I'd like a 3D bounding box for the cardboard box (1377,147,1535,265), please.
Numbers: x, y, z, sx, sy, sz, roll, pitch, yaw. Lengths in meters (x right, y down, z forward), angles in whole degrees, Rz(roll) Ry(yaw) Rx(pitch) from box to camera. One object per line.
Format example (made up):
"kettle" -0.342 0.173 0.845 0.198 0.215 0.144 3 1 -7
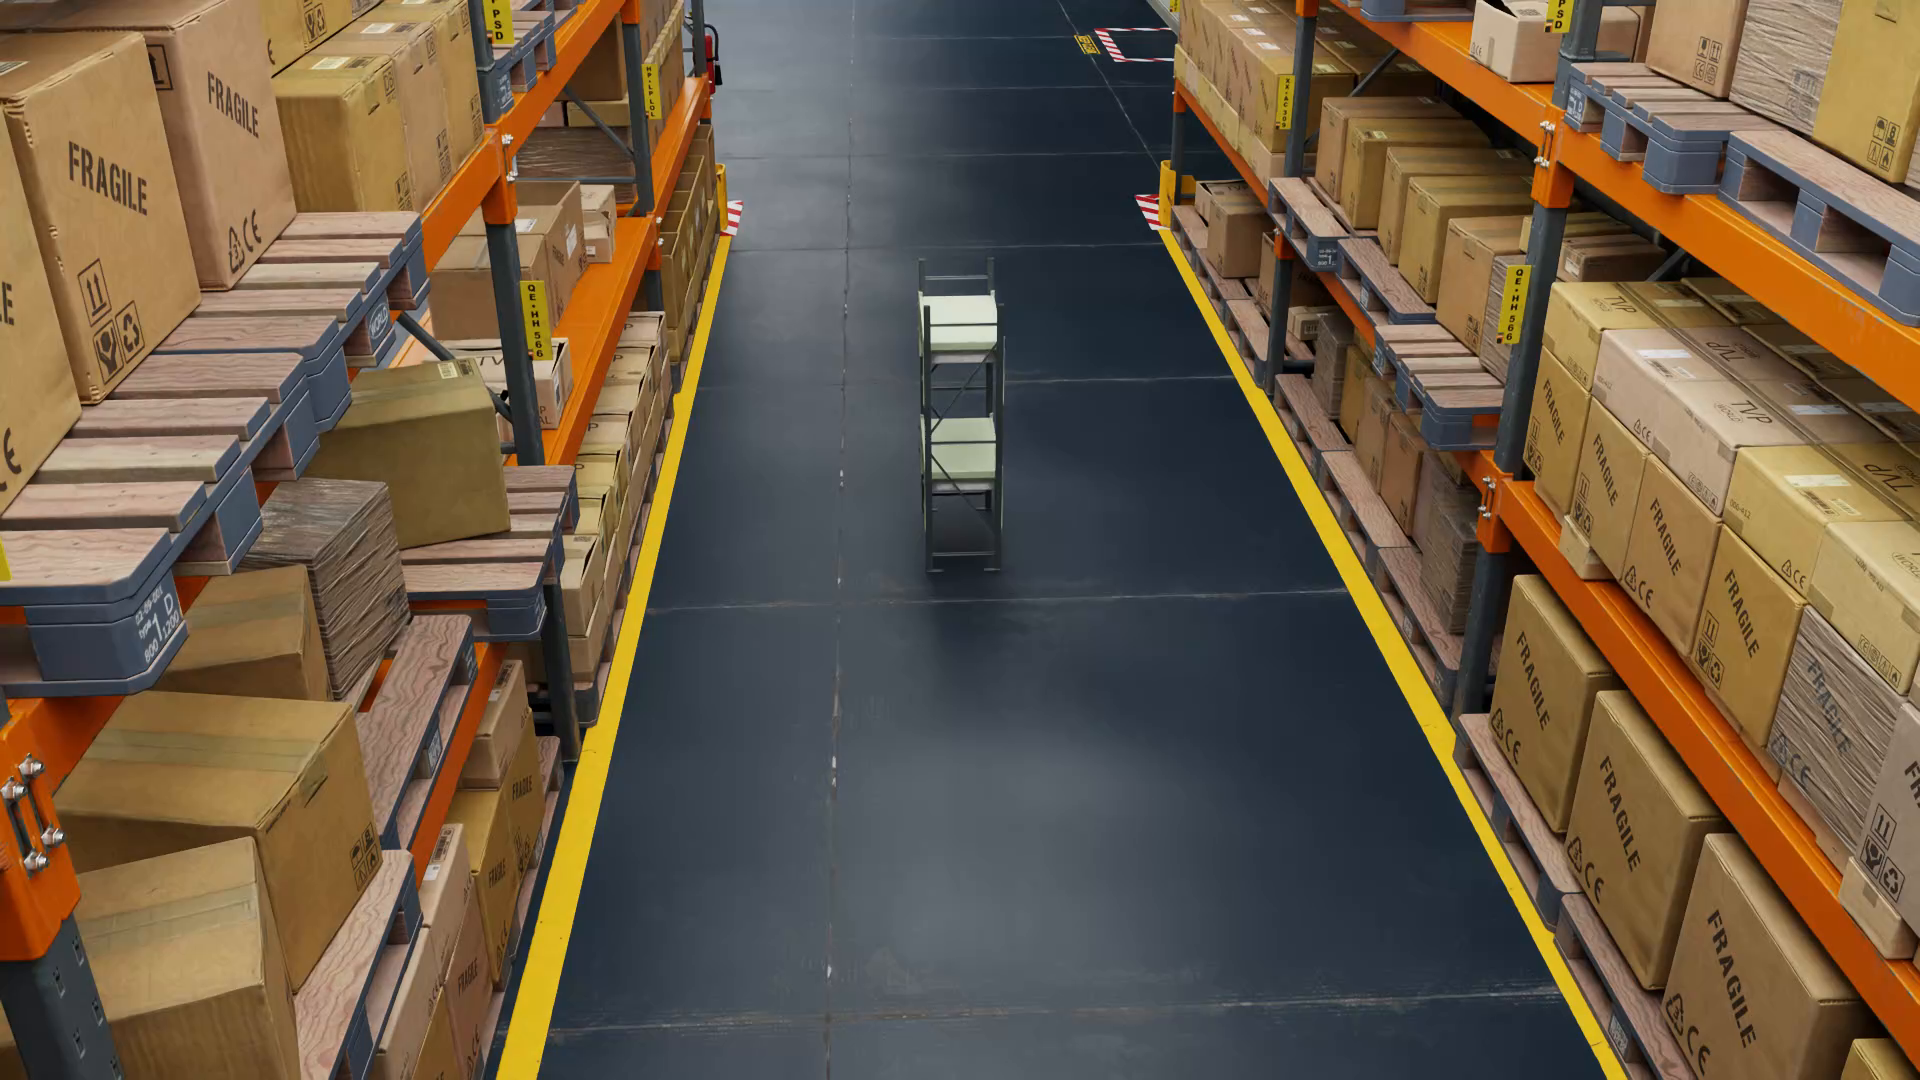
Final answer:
"cardboard box" 2.626 -1.766 8.809 0.700 0.500 0.500 2 28 4

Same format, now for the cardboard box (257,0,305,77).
"cardboard box" -2.123 -1.501 4.451 0.500 0.500 0.500 -1 28 -3

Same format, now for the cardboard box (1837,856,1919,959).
"cardboard box" 2.585 0.966 4.404 0.380 0.149 0.250 -1 28 -3

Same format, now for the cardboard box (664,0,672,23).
"cardboard box" -2.563 -4.187 12.523 0.700 0.500 0.500 -2 28 -4

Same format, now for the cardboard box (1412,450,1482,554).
"cardboard box" 2.754 -0.136 8.494 0.700 0.500 0.500 -1 28 -3

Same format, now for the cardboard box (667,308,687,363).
"cardboard box" -2.123 -1.391 11.194 0.500 0.250 0.500 -1 28 -3

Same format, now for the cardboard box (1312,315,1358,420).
"cardboard box" 2.601 -1.072 10.288 0.700 0.500 0.500 0 28 -1

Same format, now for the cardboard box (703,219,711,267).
"cardboard box" -2.221 -2.315 12.965 0.500 0.250 0.500 -1 28 -3

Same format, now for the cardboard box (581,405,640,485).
"cardboard box" -2.014 -0.536 8.946 0.500 0.311 0.500 -2 28 -3

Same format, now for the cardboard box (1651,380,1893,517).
"cardboard box" 2.580 -0.300 5.319 0.500 0.250 0.500 -1 28 -2

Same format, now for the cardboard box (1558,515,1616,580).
"cardboard box" 2.474 0.024 6.209 0.380 0.149 0.250 -1 28 -1

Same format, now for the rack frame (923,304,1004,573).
"rack frame" 0.019 -0.499 8.585 0.400 1.500 0.023 -1 28 -3

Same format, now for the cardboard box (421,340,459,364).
"cardboard box" -2.315 -0.832 7.873 0.380 0.149 0.250 1 28 1

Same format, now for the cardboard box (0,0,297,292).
"cardboard box" -2.009 -0.964 3.940 0.600 0.600 0.600 -2 28 -5

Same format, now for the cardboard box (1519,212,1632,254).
"cardboard box" 2.675 -1.311 7.234 0.380 0.149 0.250 -6 28 -11

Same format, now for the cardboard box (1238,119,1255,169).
"cardboard box" 2.200 -2.708 11.340 0.500 0.250 0.500 -1 28 -2

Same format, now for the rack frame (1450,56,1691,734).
"rack frame" 2.754 -0.477 6.921 1.000 3.000 0.127 -1 28 -3

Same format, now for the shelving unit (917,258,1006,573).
"shelving unit" 0.000 -0.668 8.909 0.431 1.500 0.755 -1 28 -3

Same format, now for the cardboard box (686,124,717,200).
"cardboard box" -2.285 -3.109 13.676 0.500 0.500 0.500 -1 28 -3

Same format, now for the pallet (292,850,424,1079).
"pallet" -1.916 1.205 3.904 1.003 0.211 1.213 -1 28 -3

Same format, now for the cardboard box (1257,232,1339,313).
"cardboard box" 2.451 -1.889 11.856 0.500 0.500 0.500 -3 28 -7

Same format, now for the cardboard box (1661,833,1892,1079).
"cardboard box" 2.750 1.430 5.136 0.750 0.750 0.750 -1 28 -1

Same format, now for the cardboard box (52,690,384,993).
"cardboard box" -1.884 0.721 4.062 0.700 0.500 0.500 3 28 5

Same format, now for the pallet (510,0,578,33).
"pallet" -2.378 -2.430 7.625 1.003 0.211 1.213 0 28 0

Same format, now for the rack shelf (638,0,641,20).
"rack shelf" -2.506 -4.138 11.474 1.077 0.370 4.000 -1 28 -3

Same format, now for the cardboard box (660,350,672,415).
"cardboard box" -2.090 -0.986 10.415 0.500 0.250 0.500 -2 28 -3

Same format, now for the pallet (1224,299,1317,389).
"pallet" 2.475 -1.397 11.701 1.003 0.211 1.213 -1 28 -3

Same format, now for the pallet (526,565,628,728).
"pallet" -2.196 0.500 8.064 1.003 0.211 1.213 -1 28 -3

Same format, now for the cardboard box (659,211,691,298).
"cardboard box" -2.147 -1.955 11.463 0.500 0.500 0.500 -1 28 -3

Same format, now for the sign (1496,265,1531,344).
"sign" 2.213 -0.938 6.638 0.100 0.325 0.005 -1 28 -3

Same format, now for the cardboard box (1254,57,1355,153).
"cardboard box" 2.212 -2.810 10.724 0.500 0.500 0.500 -1 28 -3

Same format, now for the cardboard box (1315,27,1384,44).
"cardboard box" 2.686 -3.291 11.645 0.500 0.500 0.500 -1 28 -1

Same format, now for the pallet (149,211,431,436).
"pallet" -2.005 -0.537 3.995 1.213 0.211 1.003 -1 28 -3

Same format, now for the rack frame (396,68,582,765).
"rack frame" -2.192 -0.356 6.688 1.000 3.000 0.127 -1 28 -3

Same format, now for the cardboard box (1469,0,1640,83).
"cardboard box" 2.447 -2.102 6.868 0.500 0.311 0.500 -1 28 -3

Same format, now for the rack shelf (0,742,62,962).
"rack shelf" -1.879 1.404 0.848 1.077 0.370 4.000 -1 28 -3

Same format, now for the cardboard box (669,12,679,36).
"cardboard box" -2.371 -3.971 12.811 0.380 0.149 0.250 -2 28 -3

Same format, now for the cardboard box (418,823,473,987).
"cardboard box" -1.844 1.150 5.219 0.500 0.250 0.500 -2 28 -4

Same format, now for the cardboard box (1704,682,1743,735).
"cardboard box" 2.631 0.491 5.315 0.380 0.149 0.250 -1 28 -2

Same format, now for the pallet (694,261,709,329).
"pallet" -2.468 -1.900 12.664 1.003 0.211 1.213 -1 28 -3

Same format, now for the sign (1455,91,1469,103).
"sign" 3.100 -2.853 10.224 0.100 0.325 0.005 -1 28 -3

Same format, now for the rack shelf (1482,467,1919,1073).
"rack shelf" 2.859 0.766 5.316 1.077 0.370 4.000 -1 28 -3

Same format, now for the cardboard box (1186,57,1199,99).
"cardboard box" 2.086 -3.641 13.129 0.500 0.250 0.500 -2 28 -4

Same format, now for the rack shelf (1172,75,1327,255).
"rack shelf" 2.441 -2.929 12.400 1.077 0.370 4.000 -1 28 -3

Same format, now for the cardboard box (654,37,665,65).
"cardboard box" -2.317 -3.494 11.896 0.380 0.149 0.250 -2 28 -3

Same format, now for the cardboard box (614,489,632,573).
"cardboard box" -1.987 -0.044 8.610 0.500 0.250 0.500 -2 28 -4

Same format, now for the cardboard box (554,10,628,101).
"cardboard box" -2.431 -3.027 10.300 0.700 0.500 0.500 -1 28 -2

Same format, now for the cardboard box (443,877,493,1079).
"cardboard box" -1.849 1.465 5.425 0.500 0.500 0.500 -2 28 -5

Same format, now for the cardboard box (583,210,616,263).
"cardboard box" -2.172 -1.742 9.491 0.396 0.266 0.258 -2 28 -4

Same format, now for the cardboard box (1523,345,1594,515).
"cardboard box" 2.524 -0.432 6.383 0.500 0.500 0.500 -1 28 -1

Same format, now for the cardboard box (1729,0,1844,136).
"cardboard box" 2.917 -1.580 5.209 0.700 0.500 0.500 -3 28 -5

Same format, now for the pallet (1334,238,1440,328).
"pallet" 2.610 -1.305 8.716 1.003 0.211 1.213 -1 28 -3

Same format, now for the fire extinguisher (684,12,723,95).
"fire extinguisher" -2.152 -4.082 13.916 0.296 0.674 0.183 -1 28 -3

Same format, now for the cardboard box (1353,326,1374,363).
"cardboard box" 2.627 -1.201 9.725 0.500 0.250 0.500 -2 28 -4

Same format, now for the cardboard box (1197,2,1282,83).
"cardboard box" 2.098 -3.751 12.529 0.500 0.500 0.500 -2 28 -4

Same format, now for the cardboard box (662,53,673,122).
"cardboard box" -2.546 -3.407 12.430 0.700 0.500 0.500 -1 28 -2

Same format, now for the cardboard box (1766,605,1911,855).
"cardboard box" 2.633 0.510 4.576 0.500 0.500 0.500 -1 28 -3
